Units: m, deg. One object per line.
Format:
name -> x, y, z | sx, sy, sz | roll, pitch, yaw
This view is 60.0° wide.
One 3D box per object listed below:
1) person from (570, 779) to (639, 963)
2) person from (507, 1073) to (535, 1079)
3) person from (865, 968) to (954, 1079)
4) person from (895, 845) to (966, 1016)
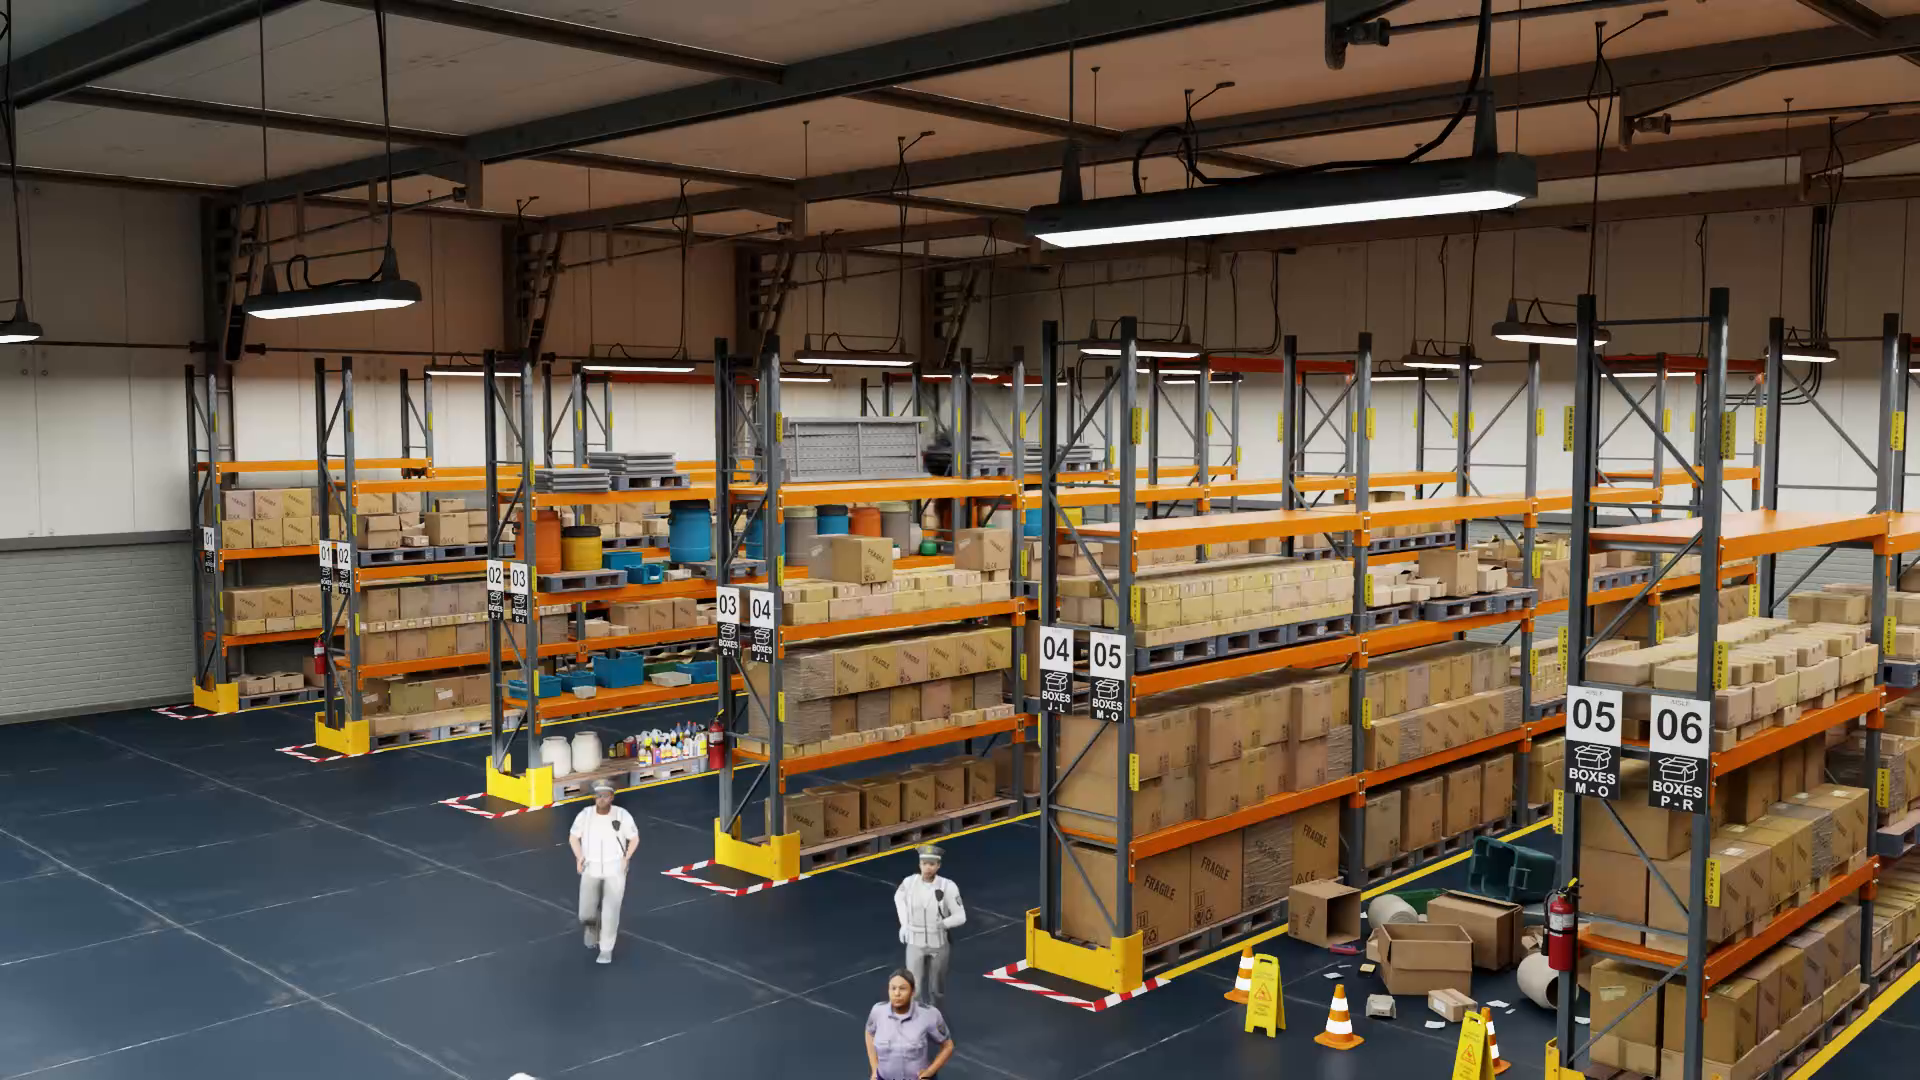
person -> -3.345, 3.096, 15.630 | 0.647, 1.737, 0.548 | -1, 4, -7
person -> -2.222, 3.625, 8.502 | 0.655, 1.789, 0.706 | 0, 4, -4
person -> -0.326, 3.538, 10.652 | 0.593, 1.687, 0.807 | 0, 4, 6
person -> -0.246, 3.290, 13.388 | 0.601, 1.741, 0.825 | 0, 4, 4
